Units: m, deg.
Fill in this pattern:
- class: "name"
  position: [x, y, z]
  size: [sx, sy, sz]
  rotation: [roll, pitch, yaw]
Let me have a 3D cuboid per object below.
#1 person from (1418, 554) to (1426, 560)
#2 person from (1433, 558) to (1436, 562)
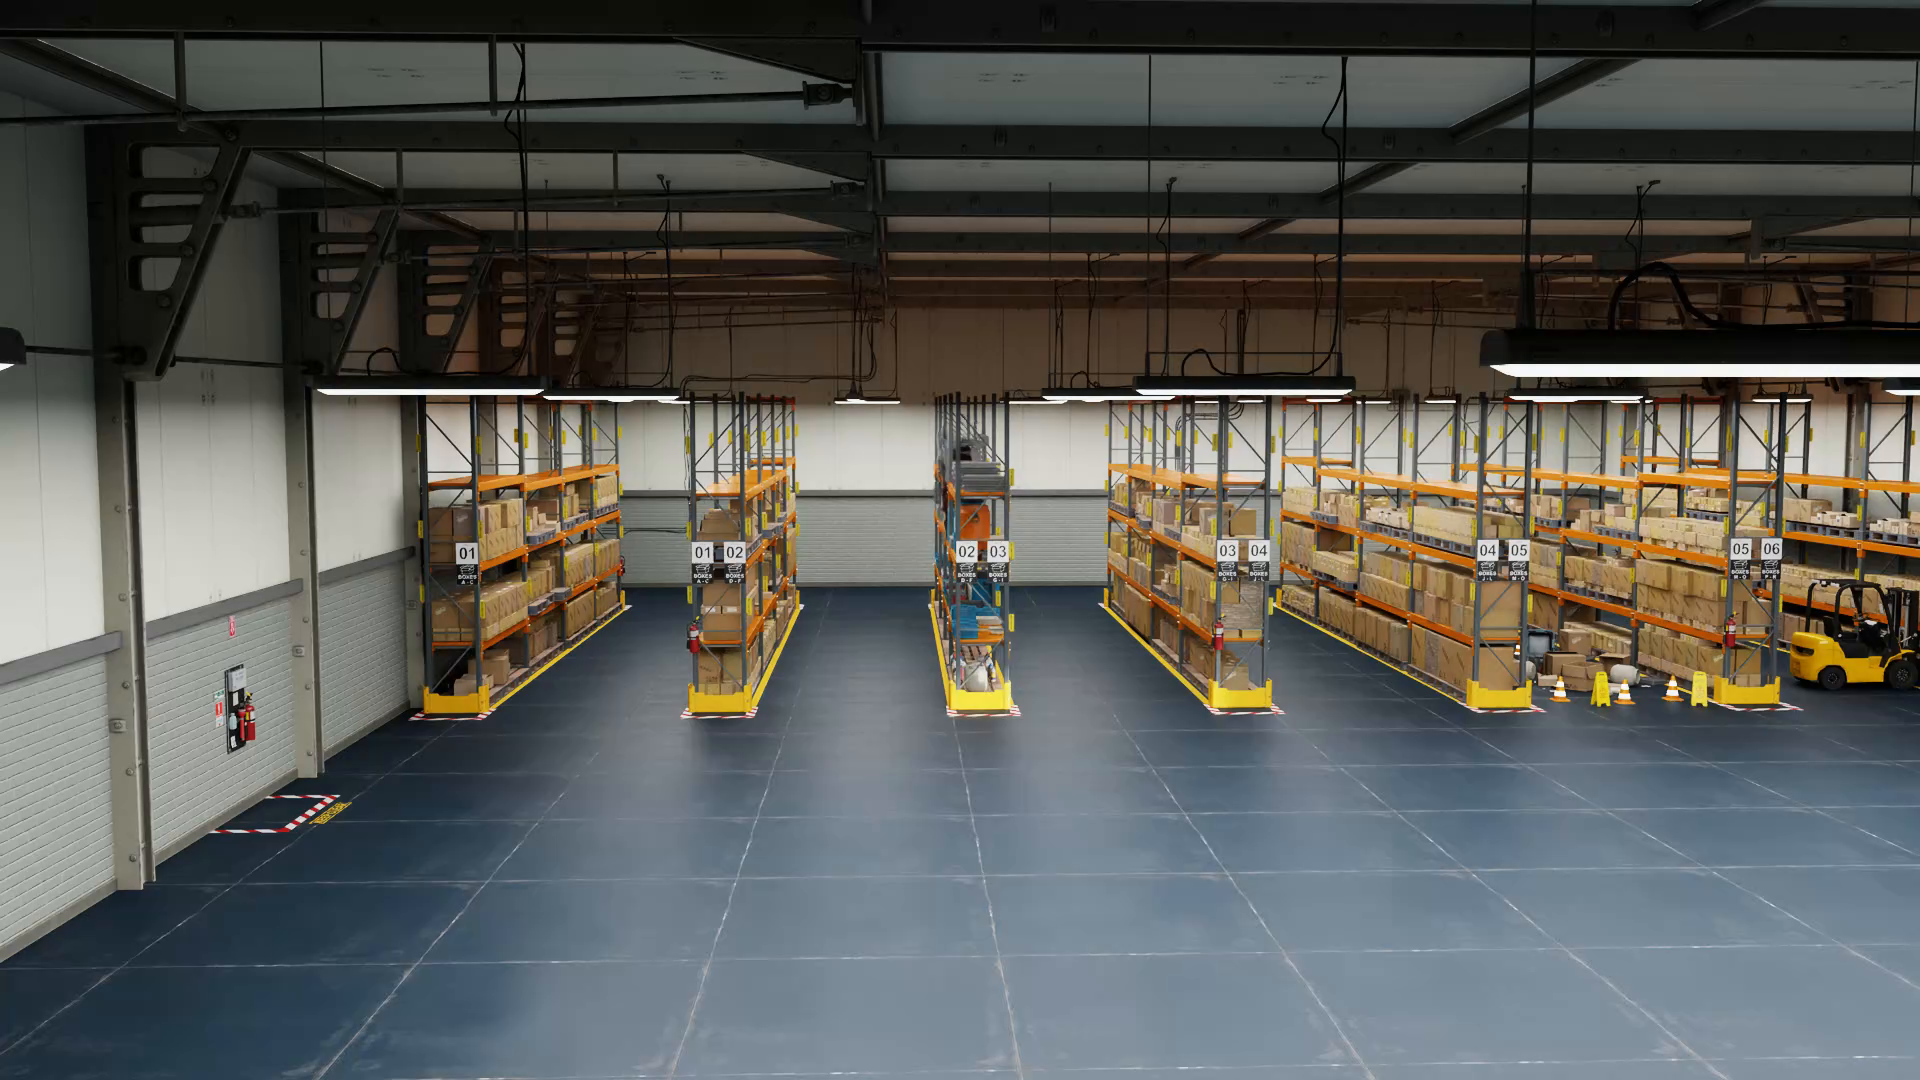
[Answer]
- class: "person"
  position: [12.380, 1.274, 44.478]
  size: [0.674, 1.793, 0.906]
  rotation: [-2, 5, -21]
- class: "person"
  position: [14.205, 0.886, 50.386]
  size: [0.583, 1.631, 0.565]
  rotation: [-2, 5, -22]
